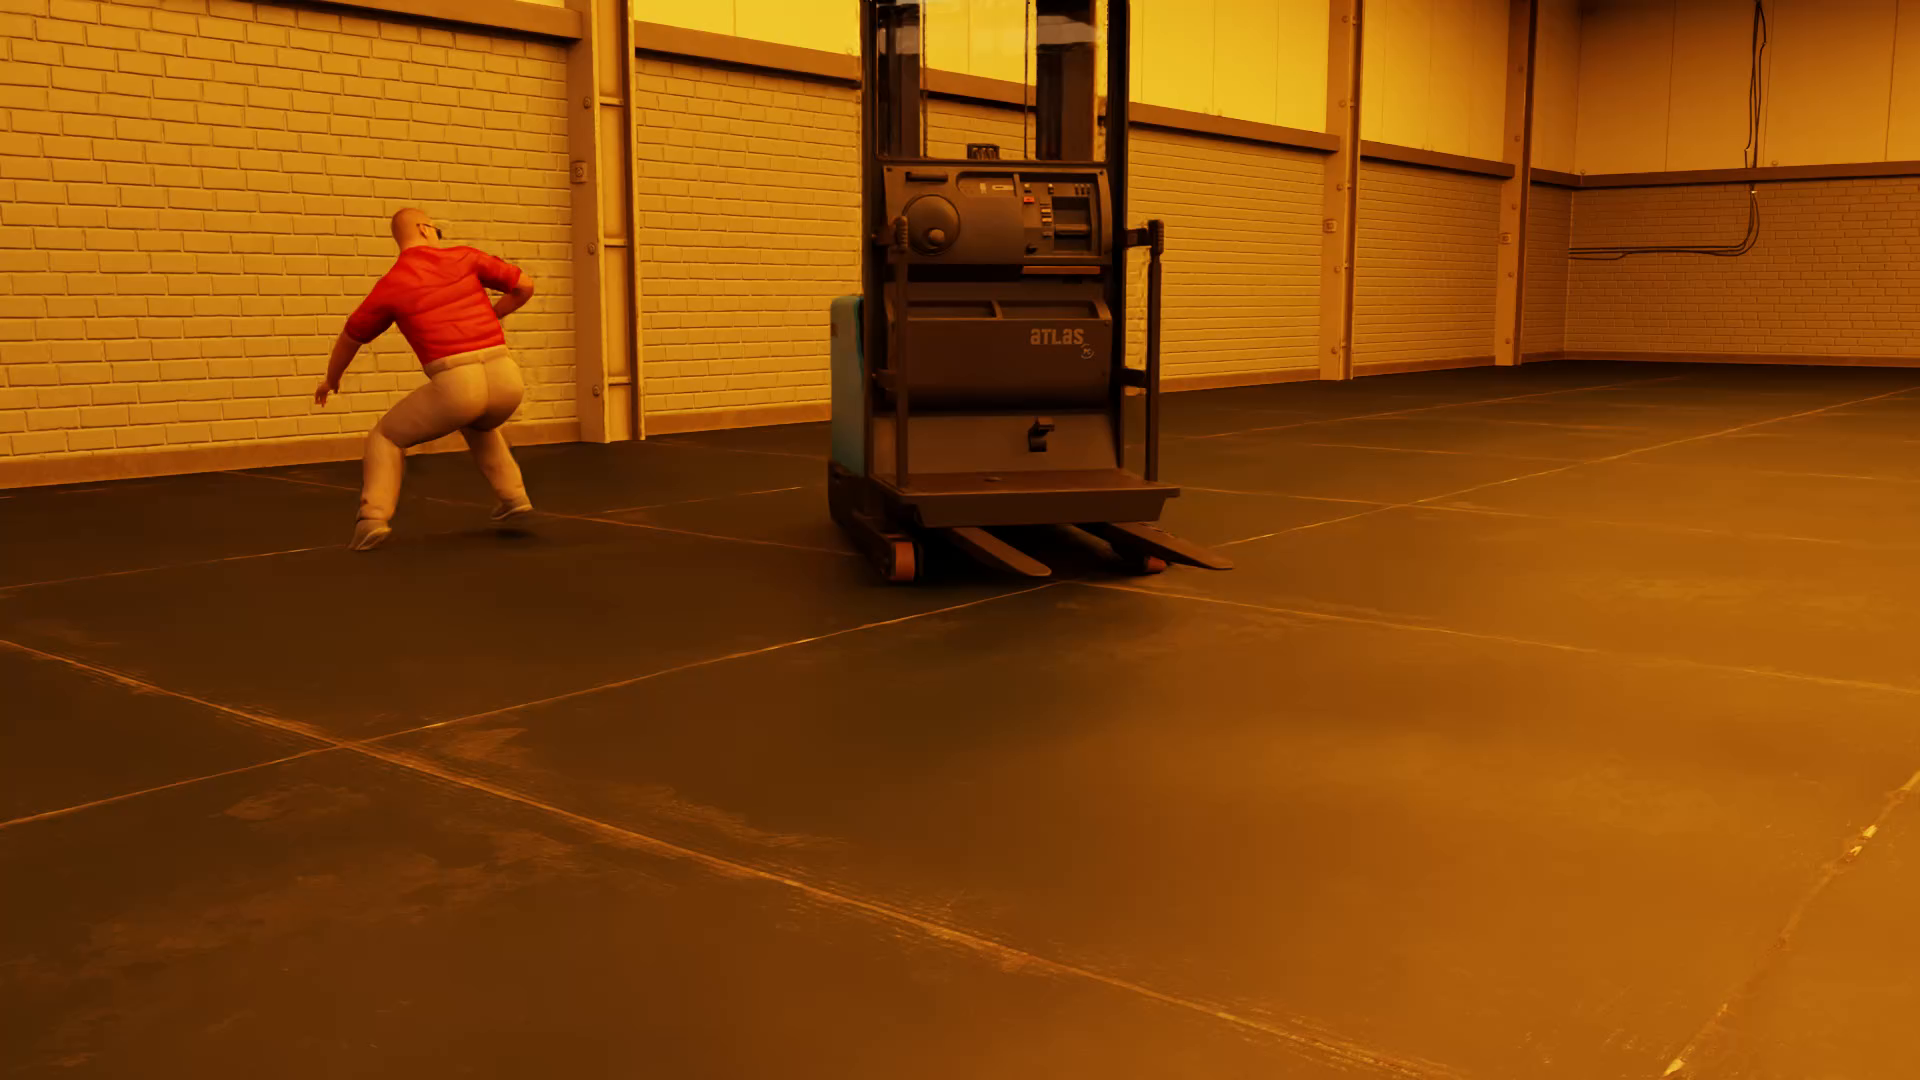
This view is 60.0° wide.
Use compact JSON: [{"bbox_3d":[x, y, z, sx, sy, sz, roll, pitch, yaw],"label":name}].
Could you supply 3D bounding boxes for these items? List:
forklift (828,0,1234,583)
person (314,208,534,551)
[{"bbox_3d":[0.203,-1.345,6.472,1.130,2.935,3.031,-2,9,-13],"label":"forklift"},{"bbox_3d":[-2.349,-0.697,7.344,0.840,1.513,0.849,-7,11,-39],"label":"person"}]
